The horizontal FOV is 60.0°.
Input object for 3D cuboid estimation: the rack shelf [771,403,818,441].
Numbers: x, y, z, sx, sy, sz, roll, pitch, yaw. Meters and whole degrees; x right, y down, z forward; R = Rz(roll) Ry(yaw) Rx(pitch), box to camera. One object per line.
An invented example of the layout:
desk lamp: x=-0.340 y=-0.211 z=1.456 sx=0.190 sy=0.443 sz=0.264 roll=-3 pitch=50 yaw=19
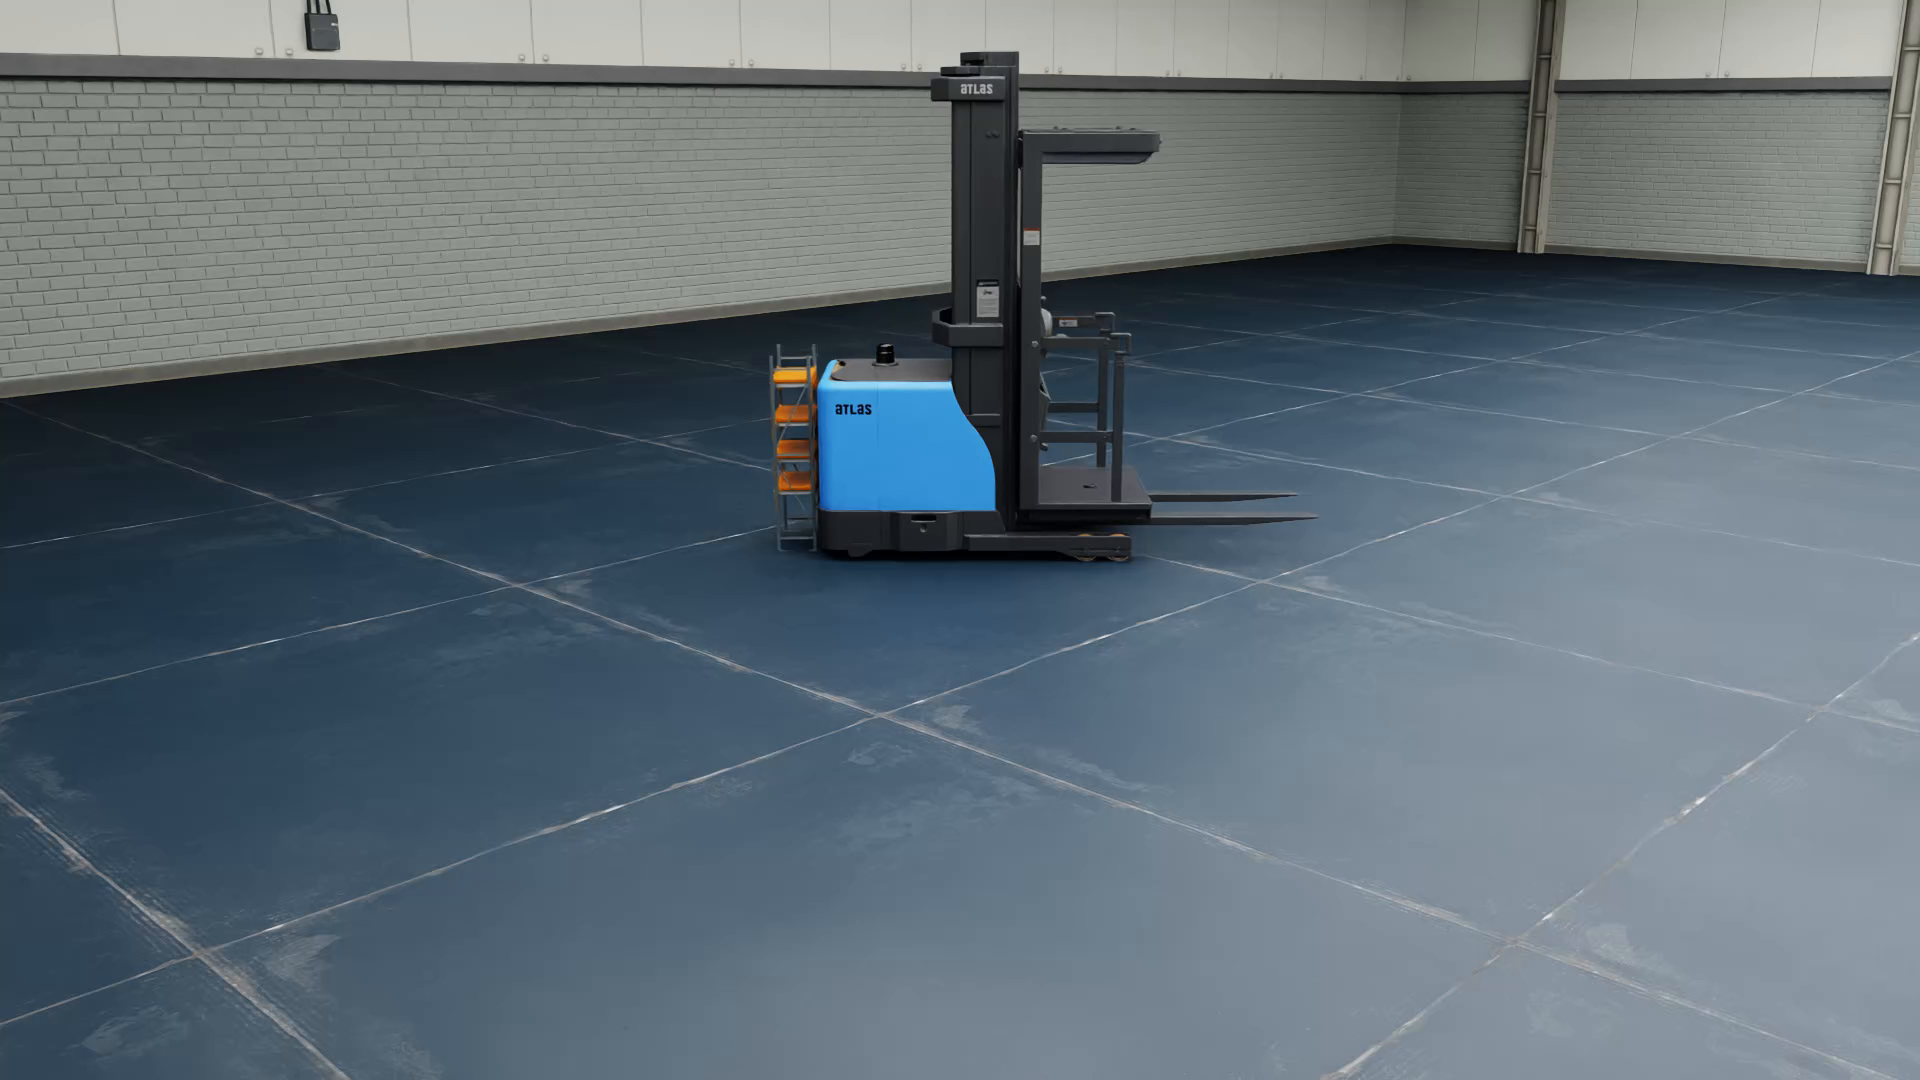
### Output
rack shelf: x=-1.009 y=-0.726 z=10.210 sx=0.258 sy=0.148 sz=0.480 roll=-1 pitch=15 yaw=-1

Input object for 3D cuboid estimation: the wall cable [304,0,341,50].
wall cable: x=-5.824 y=-8.120 z=17.005 sx=0.169 sy=6.003 sz=2.305 roll=14 pitch=20 yaw=42

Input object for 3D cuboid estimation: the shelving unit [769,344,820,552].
shelving unit: x=-1.007 y=-0.574 z=10.250 sx=0.258 sy=1.200 sz=0.503 roll=-1 pitch=15 yaw=-1

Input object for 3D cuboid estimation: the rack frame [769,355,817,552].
rack frame: x=-1.003 y=-0.513 z=10.014 sx=0.240 sy=1.200 sz=0.015 roll=-1 pitch=15 yaw=-1

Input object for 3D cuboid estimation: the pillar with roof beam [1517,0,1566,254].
pillar with roof beam: x=7.654 y=-8.935 z=26.876 sx=0.400 sy=9.000 sz=9.100 roll=14 pitch=20 yaw=42

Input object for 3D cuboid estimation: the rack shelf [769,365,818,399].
rack shelf: x=-1.012 y=-0.955 z=10.150 sx=0.258 sy=0.148 sz=0.480 roll=-1 pitch=15 yaw=-1

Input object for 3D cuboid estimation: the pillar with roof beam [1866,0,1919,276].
pillar with roof beam: x=11.973 y=-7.885 z=22.846 sx=0.400 sy=9.000 sz=9.100 roll=14 pitch=20 yaw=42

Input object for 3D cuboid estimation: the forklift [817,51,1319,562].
forklift: x=0.659 y=-1.423 z=10.080 sx=3.031 sy=2.935 sz=1.130 roll=0 pitch=15 yaw=0

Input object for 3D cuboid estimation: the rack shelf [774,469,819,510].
rack shelf: x=-1.003 y=-0.317 z=10.317 sx=0.258 sy=0.148 sz=0.480 roll=-1 pitch=15 yaw=-1

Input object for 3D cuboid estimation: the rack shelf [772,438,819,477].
rack shelf: x=-1.006 y=-0.509 z=10.267 sx=0.258 sy=0.148 sz=0.480 roll=-1 pitch=15 yaw=-1

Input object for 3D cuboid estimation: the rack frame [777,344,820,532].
rack frame: x=-1.011 y=-0.636 z=10.486 sx=0.240 sy=1.200 sz=0.015 roll=-1 pitch=15 yaw=-1
